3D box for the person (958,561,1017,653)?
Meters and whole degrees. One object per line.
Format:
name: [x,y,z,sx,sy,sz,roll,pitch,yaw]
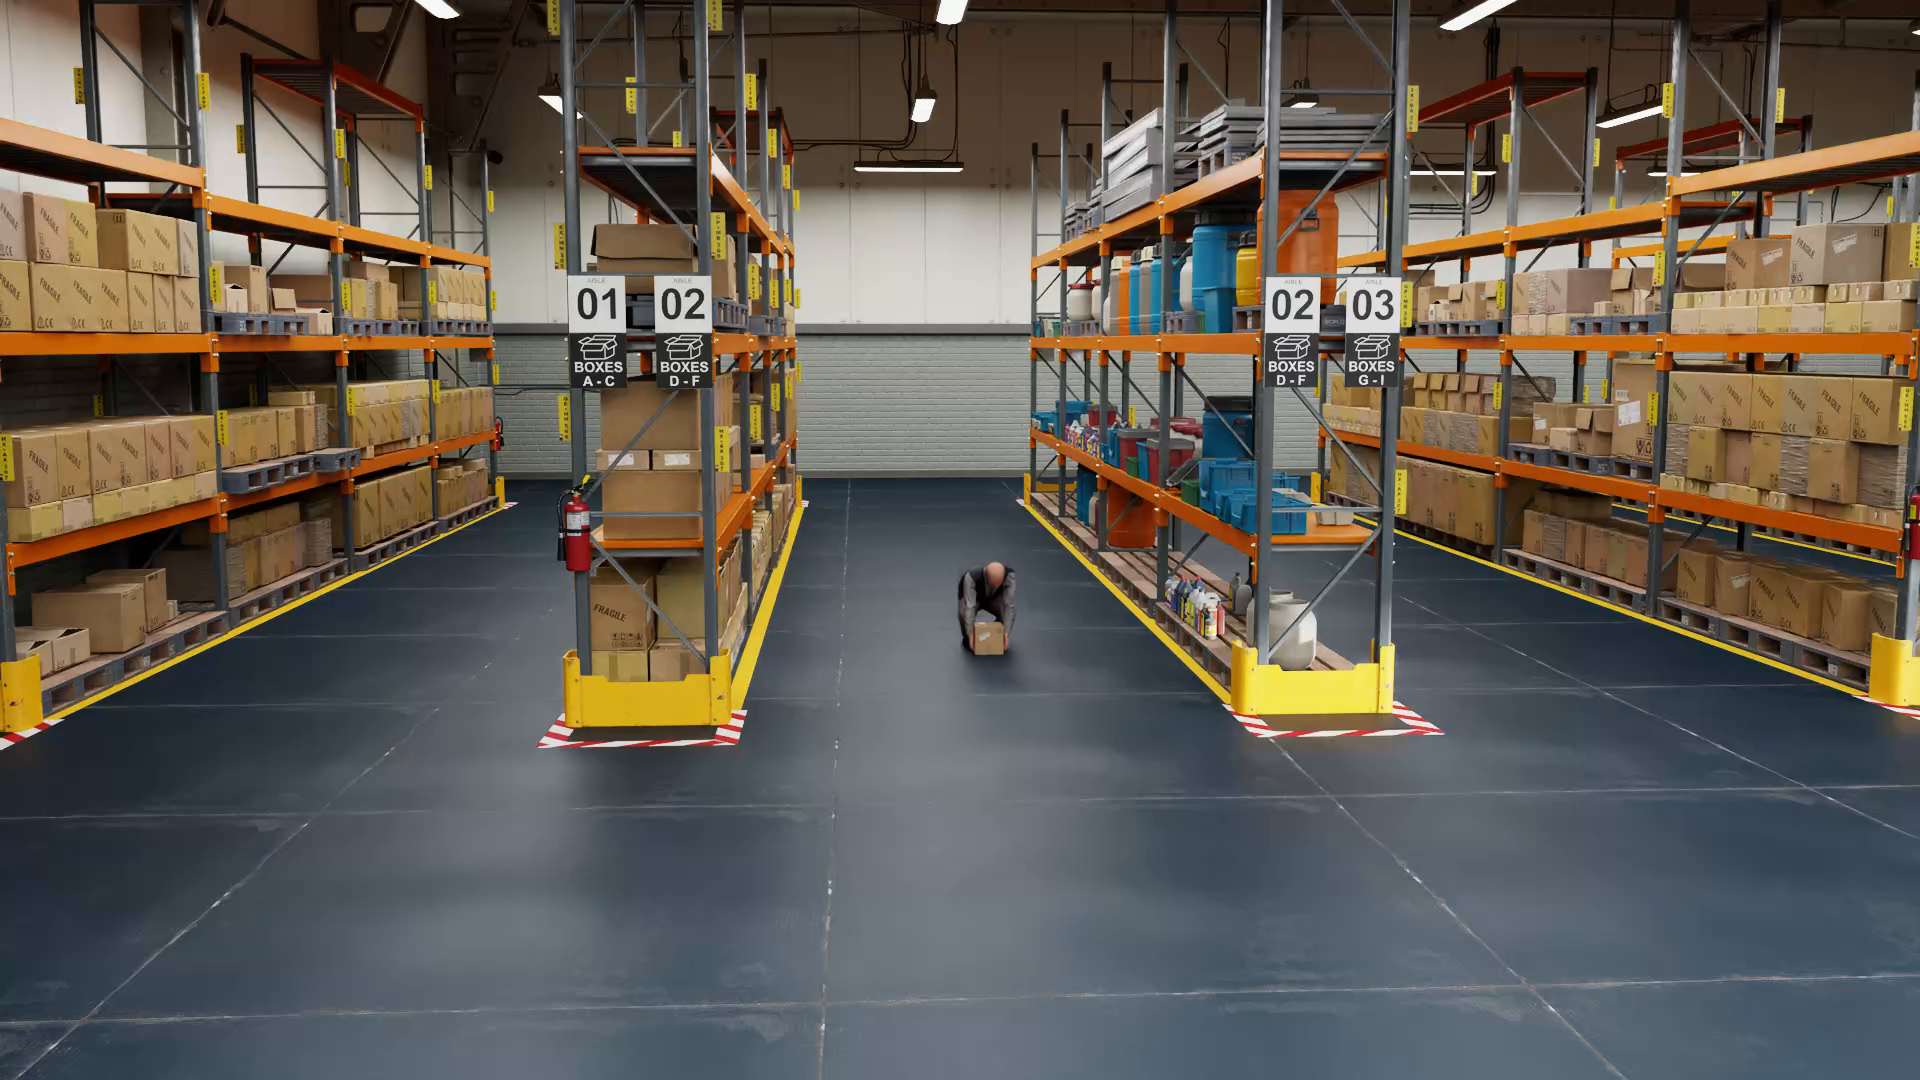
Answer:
person: [0.240,0.569,15.033,0.529,0.833,0.881,0,7,-4]
